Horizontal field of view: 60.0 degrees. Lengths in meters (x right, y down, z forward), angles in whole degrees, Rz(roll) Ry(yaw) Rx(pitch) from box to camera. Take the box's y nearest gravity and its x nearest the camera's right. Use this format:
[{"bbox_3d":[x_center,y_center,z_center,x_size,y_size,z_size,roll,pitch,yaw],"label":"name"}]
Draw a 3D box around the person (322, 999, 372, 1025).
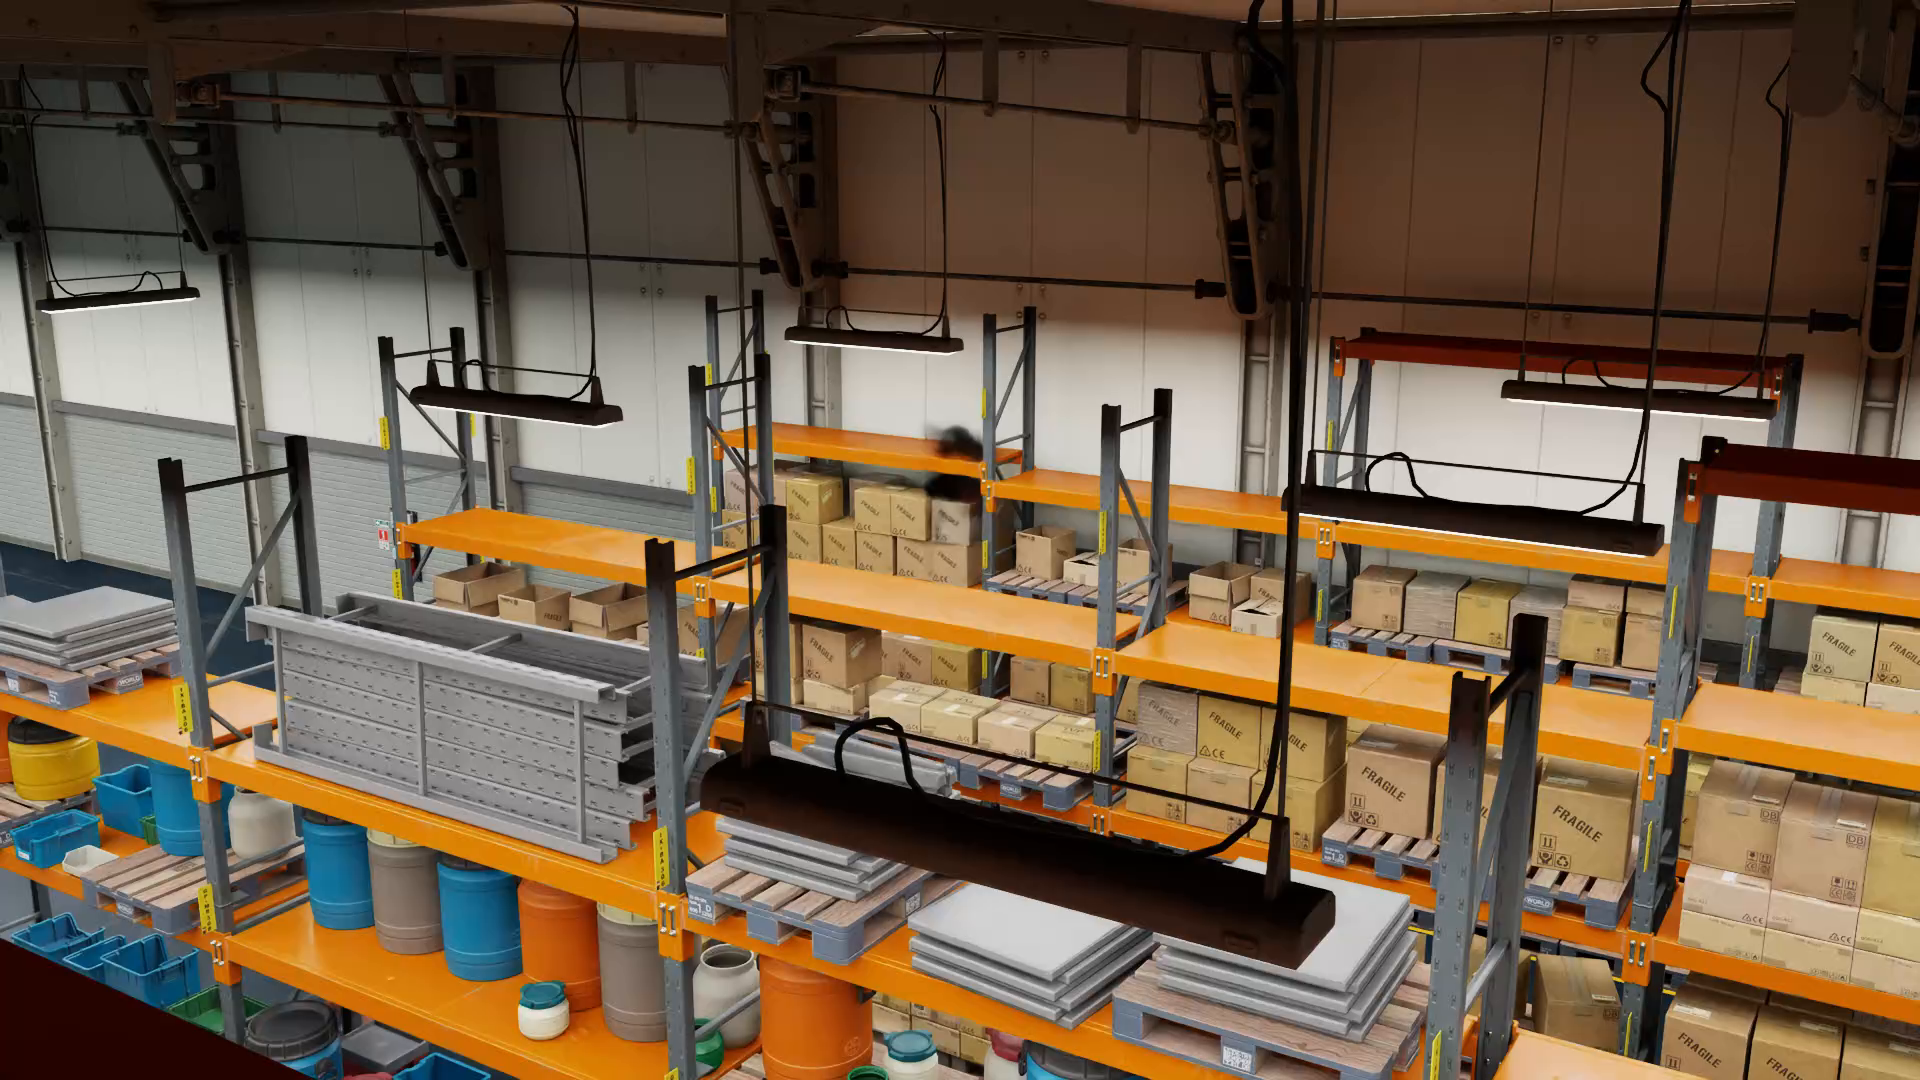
[{"bbox_3d":[-5.506,3.706,14.703,0.907,1.662,0.564,5,15,21],"label":"person"}]
